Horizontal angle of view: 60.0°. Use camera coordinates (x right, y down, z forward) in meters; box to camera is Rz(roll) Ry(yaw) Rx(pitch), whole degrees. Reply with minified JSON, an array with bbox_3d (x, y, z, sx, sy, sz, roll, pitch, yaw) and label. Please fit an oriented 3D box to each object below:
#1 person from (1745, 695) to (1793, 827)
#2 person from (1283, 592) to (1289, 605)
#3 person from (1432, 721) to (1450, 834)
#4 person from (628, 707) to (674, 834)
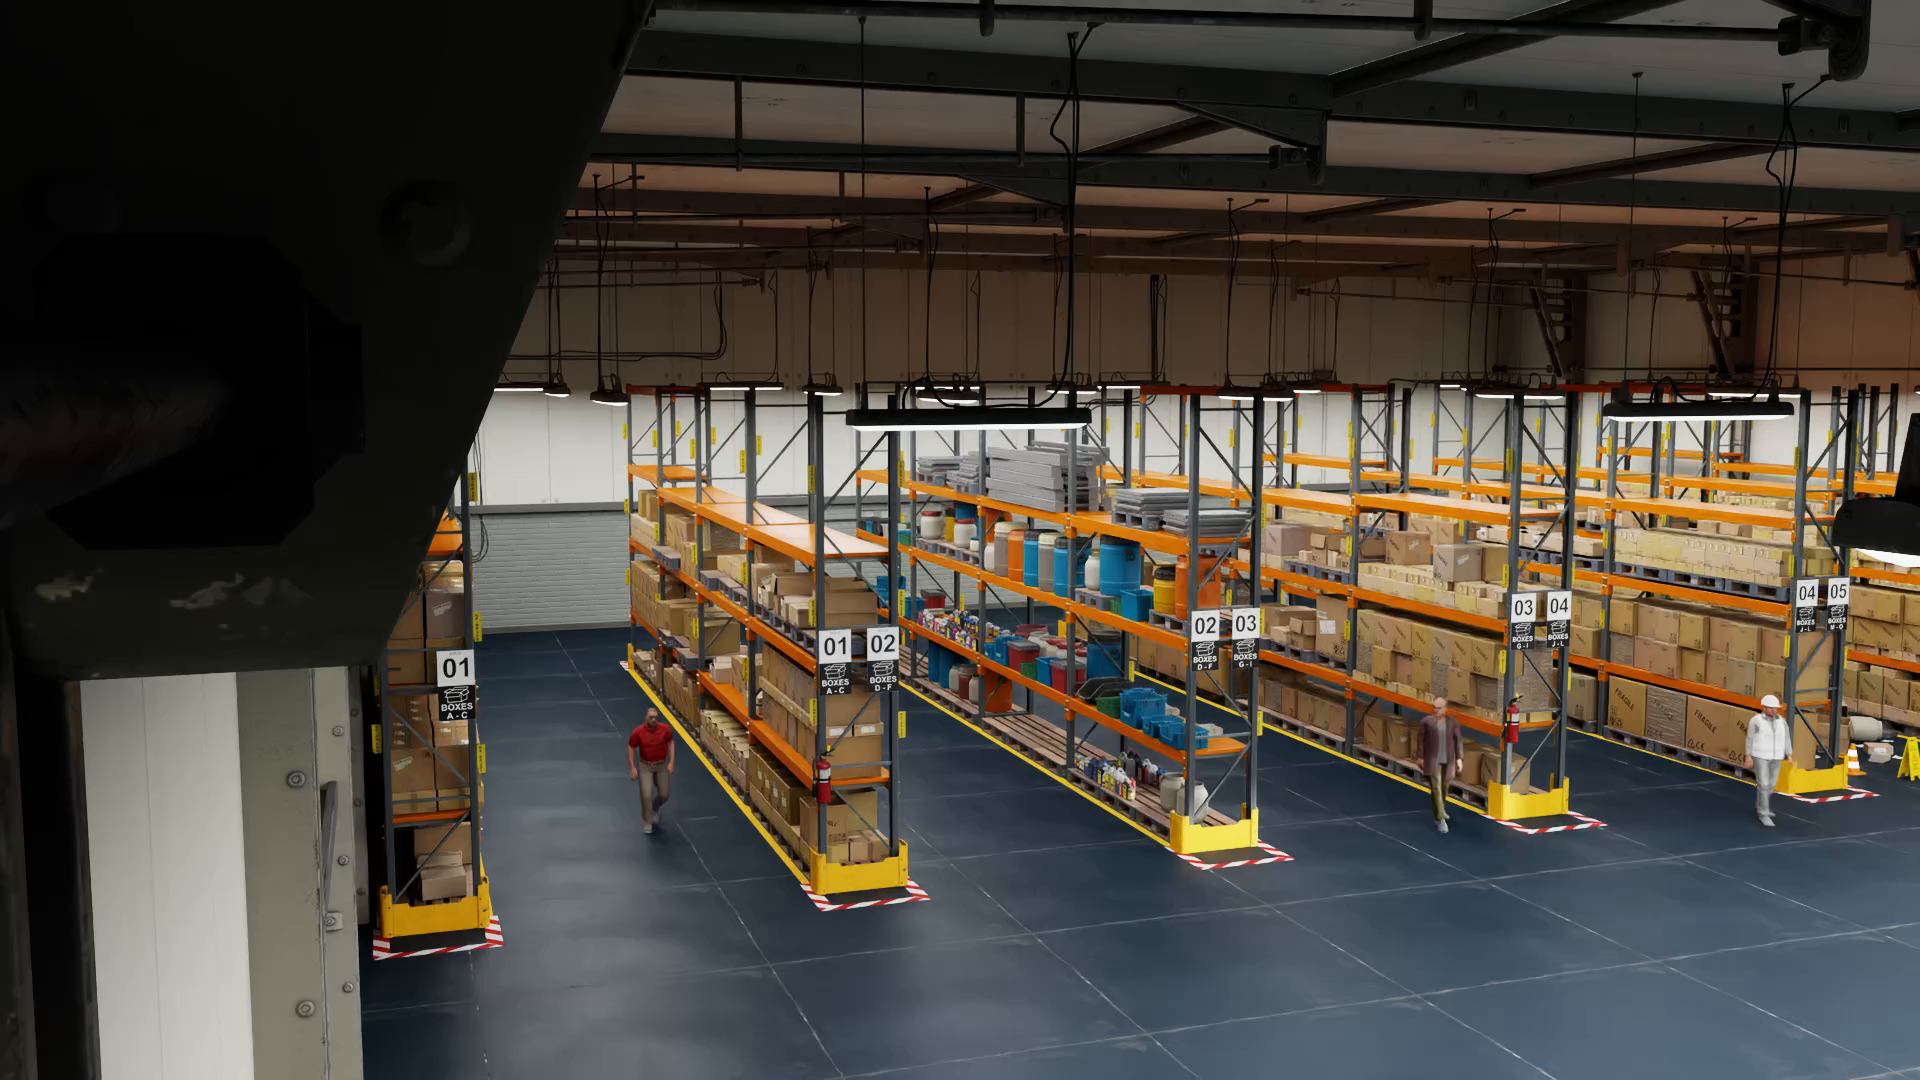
[{"bbox_3d":[11.325,3.062,23.259,0.582,1.797,0.612,0,6,-2],"label":"person"},{"bbox_3d":[8.383,1.116,43.017,0.575,1.533,0.879,5,8,39],"label":"person"},{"bbox_3d":[6.664,3.207,23.038,0.548,1.532,0.870,0,6,0],"label":"person"},{"bbox_3d":[-4.256,3.130,22.911,0.636,1.714,0.602,-2,6,-21],"label":"person"}]
